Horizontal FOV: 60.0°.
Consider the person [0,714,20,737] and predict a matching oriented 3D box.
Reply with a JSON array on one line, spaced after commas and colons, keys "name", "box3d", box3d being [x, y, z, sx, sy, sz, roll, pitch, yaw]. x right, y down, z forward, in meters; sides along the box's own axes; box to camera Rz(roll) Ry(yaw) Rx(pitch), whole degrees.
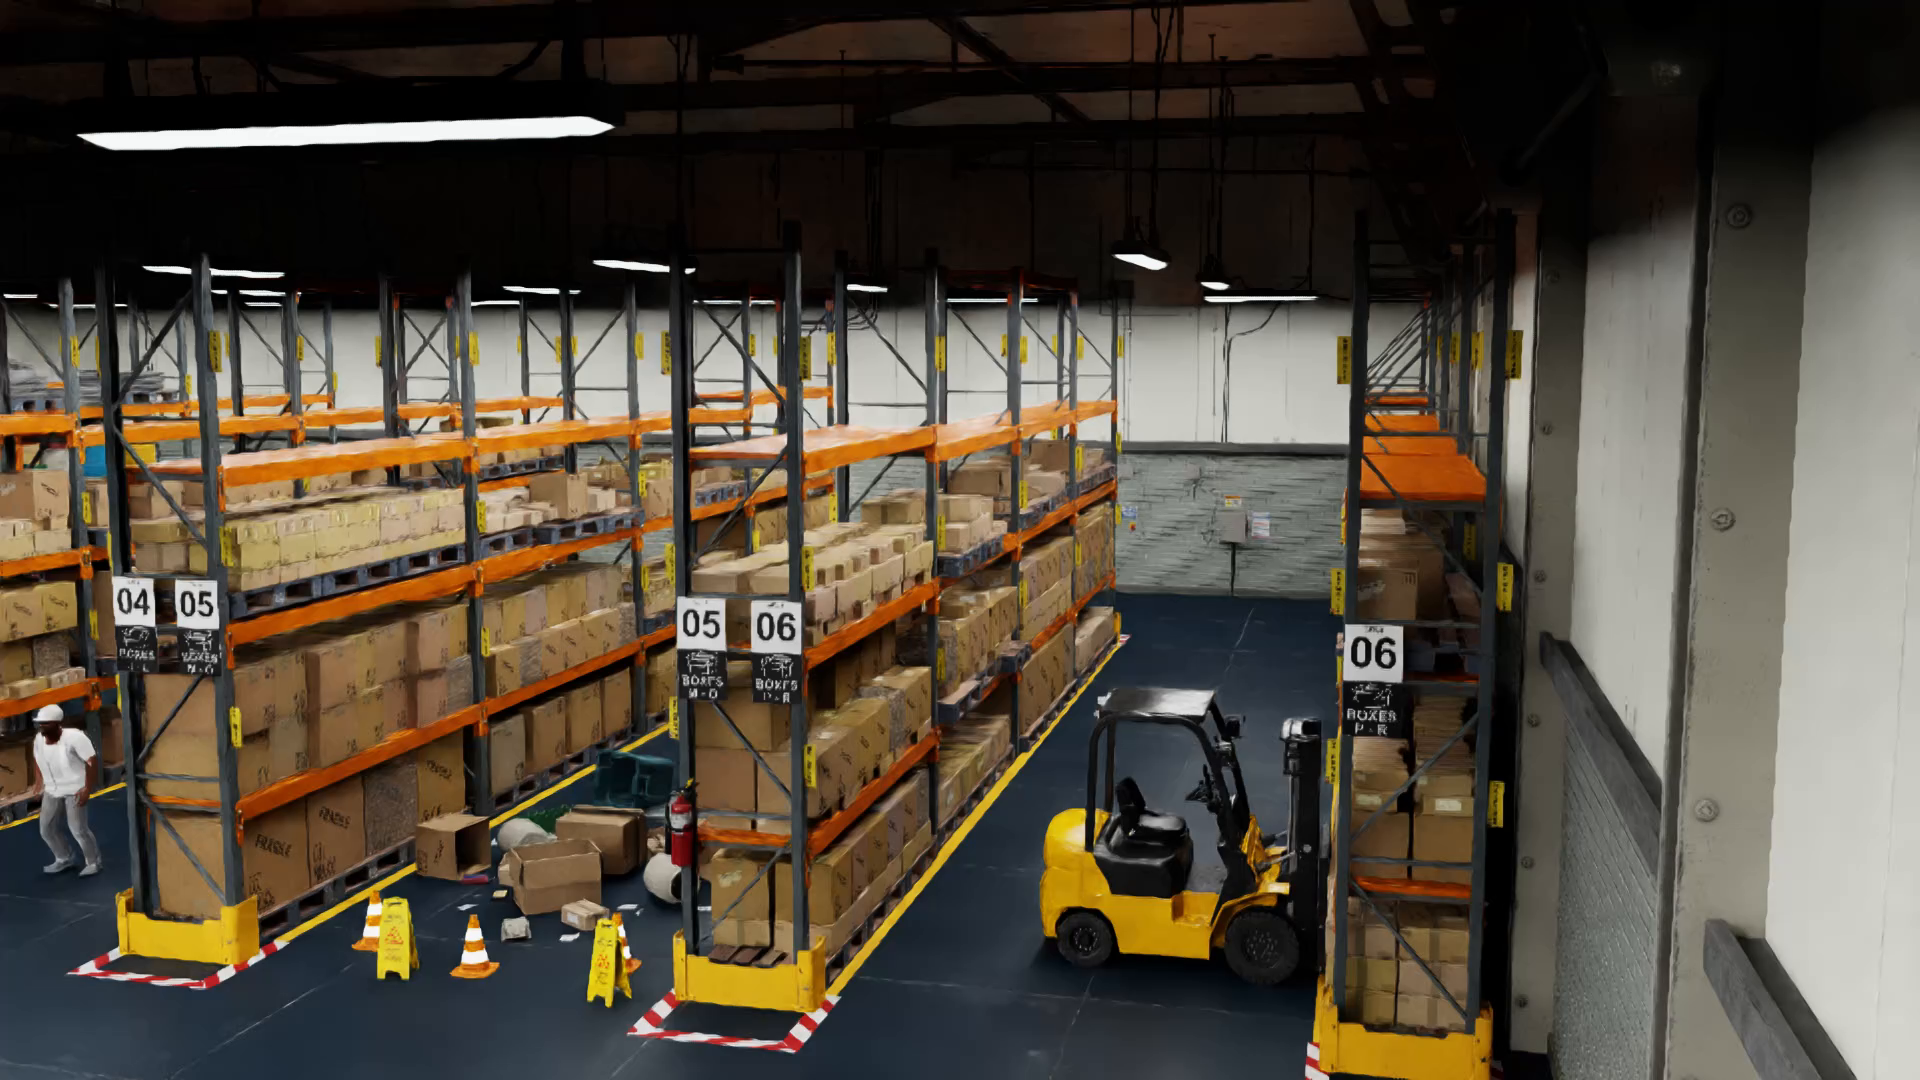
[{"name": "person", "box3d": [-11.960, 1.730, 21.063, 0.467, 1.739, 0.628, -2, 7, -16]}]

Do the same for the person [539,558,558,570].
[{"name": "person", "box3d": [-6.689, 0.988, 27.289, 0.548, 1.712, 1.040, 2, 7, 13]}]

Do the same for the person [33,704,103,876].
[{"name": "person", "box3d": [-8.571, 2.392, 15.907, 0.719, 1.714, 0.578, 2, 7, 13]}]
